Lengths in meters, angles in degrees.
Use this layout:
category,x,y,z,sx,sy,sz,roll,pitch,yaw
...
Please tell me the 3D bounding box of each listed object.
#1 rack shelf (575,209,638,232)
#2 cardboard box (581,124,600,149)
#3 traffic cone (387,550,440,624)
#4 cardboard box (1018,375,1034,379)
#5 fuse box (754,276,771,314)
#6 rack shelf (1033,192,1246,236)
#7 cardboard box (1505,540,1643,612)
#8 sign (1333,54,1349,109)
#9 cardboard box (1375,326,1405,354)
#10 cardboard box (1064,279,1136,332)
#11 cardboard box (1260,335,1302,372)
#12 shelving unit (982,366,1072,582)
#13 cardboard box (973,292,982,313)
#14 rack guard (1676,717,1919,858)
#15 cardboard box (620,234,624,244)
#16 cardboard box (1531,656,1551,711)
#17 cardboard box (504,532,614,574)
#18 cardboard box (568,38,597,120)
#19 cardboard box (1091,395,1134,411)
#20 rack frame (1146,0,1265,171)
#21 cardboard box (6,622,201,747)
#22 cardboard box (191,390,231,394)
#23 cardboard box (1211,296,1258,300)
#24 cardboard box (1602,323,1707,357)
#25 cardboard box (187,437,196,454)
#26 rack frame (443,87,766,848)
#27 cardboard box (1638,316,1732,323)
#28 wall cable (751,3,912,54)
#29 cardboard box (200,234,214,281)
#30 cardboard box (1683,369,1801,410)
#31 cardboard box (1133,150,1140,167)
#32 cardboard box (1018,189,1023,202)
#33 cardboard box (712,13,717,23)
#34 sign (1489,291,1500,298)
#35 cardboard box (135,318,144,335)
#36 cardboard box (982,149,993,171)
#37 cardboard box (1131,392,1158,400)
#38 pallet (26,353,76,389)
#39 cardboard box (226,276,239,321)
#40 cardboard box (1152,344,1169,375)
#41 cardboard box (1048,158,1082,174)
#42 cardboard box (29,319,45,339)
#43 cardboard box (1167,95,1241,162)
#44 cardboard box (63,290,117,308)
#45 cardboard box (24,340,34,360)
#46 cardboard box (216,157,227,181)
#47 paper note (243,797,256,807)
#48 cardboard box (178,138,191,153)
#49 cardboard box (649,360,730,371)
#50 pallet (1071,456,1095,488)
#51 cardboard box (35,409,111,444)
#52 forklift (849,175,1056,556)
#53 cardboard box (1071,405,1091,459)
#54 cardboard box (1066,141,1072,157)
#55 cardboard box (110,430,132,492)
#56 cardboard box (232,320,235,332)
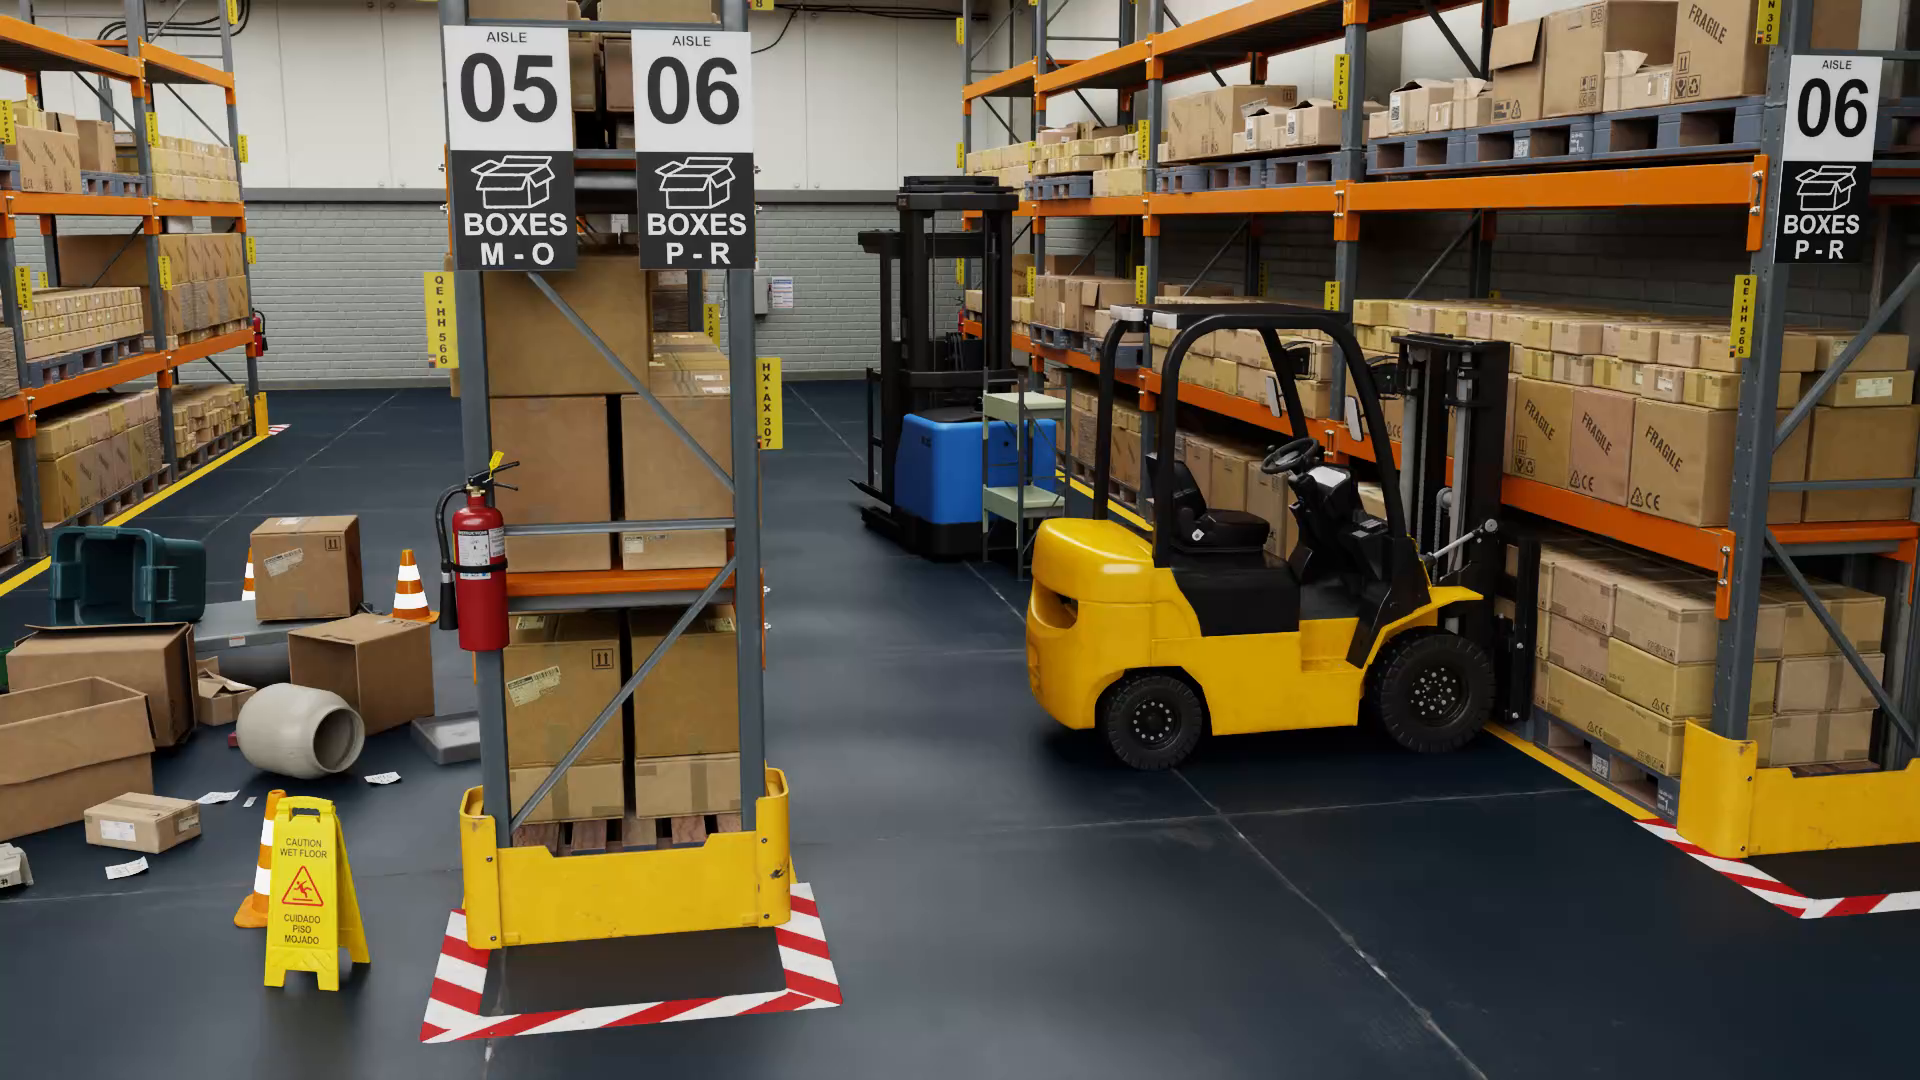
category,x,y,z,sx,sy,sz,roll,pitch,yaw
rack shelf,-3.161,-2.994,15.307,1.077,0.370,4.000,-2,11,-11
cardboard box,-1.642,-1.589,6.670,0.380,0.149,0.250,-2,11,-11
traffic cone,-3.608,0.296,10.903,0.336,0.463,0.334,-2,11,-11
cardboard box,0.699,-1.760,20.481,0.500,0.500,0.500,-2,11,-10
fuse box,-3.358,-3.424,27.112,0.539,1.711,0.414,-2,11,-11
rack shelf,1.708,-3.175,16.259,1.077,0.370,4.000,-2,11,-11
cardboard box,3.044,0.173,8.320,0.500,0.250,0.500,-2,11,-10
sign,2.344,-2.815,10.219,0.100,0.325,0.005,-2,11,-11
cardboard box,2.730,-1.207,10.014,0.380,0.149,0.250,-2,11,-10
cardboard box,1.447,-2.342,16.586,0.700,0.500,0.500,-2,11,-11
cardboard box,2.421,-1.302,11.576,0.500,0.250,0.500,-2,11,-12
shelving unit,0.487,-0.511,12.370,0.431,1.500,0.755,-4,11,-19
cardboard box,0.463,-3.043,21.265,0.500,0.250,0.500,-2,11,-10
rack guard,3.657,1.011,7.046,1.175,0.500,0.348,-2,11,-11
cardboard box,-3.513,-3.259,18.120,0.380,0.149,0.250,-2,11,-12
cardboard box,3.075,0.665,8.411,0.500,0.250,0.500,-2,11,-10
cardboard box,-1.498,0.023,6.227,0.380,0.149,0.250,-2,11,-9
cardboard box,-1.580,-1.670,6.031,0.500,0.250,0.500,-2,11,-12
cardboard box,1.524,-1.358,16.636,0.380,0.149,0.250,-2,11,-11
rack frame,2.097,-4.635,13.984,1.000,3.000,0.127,-2,11,-11
cardboard box,-4.231,0.718,8.213,0.797,0.637,0.503,-2,11,-11
cardboard box,-8.656,-1.645,19.228,0.380,0.149,0.250,-3,11,-13
cardboard box,2.358,-2.004,14.200,0.380,0.149,0.250,-2,11,-9
cardboard box,3.245,-0.933,7.776,0.380,0.149,0.250,-2,11,-11
cardboard box,-8.193,-0.975,17.300,0.380,0.149,0.250,-2,11,-9
rack frame,-1.216,-0.040,5.884,1.000,3.000,0.127,-2,11,-11
cardboard box,3.650,-1.047,8.375,0.380,0.149,0.250,-2,11,-12
wall cable,-2.232,-7.094,26.802,2.988,3.039,0.133,-2,11,-11
cardboard box,-8.516,-3.103,18.238,0.500,0.500,0.500,-3,11,-13
cardboard box,3.310,-0.642,7.046,0.380,0.149,0.250,-2,11,-10
cardboard box,1.760,-3.389,14.790,0.380,0.149,0.250,-2,11,-12
cardboard box,0.871,-3.922,18.929,0.380,0.149,0.250,-2,11,-9
cardboard box,-1.137,-1.948,6.426,0.380,0.149,0.250,-2,11,-11
sign,3.419,-1.439,10.710,0.100,0.325,0.005,-2,11,-11
cardboard box,-8.114,-2.060,16.043,0.380,0.149,0.250,-2,11,-12
cardboard box,0.572,-4.671,20.462,0.500,0.250,0.500,-2,11,-12
cardboard box,1.967,-1.426,16.994,0.380,0.149,0.250,-2,11,-10
pallet,-7.851,-1.341,13.234,1.213,0.211,1.003,-2,11,-11
cardboard box,-8.728,-2.803,19.340,0.500,0.500,0.500,-2,11,-12
cardboard box,1.943,-1.524,14.084,0.500,0.250,0.500,-2,11,-11
cardboard box,1.114,-3.817,16.988,0.380,0.149,0.250,-2,11,-10
cardboard box,-7.559,-1.683,13.271,0.380,0.149,0.250,-2,11,-8
cardboard box,1.998,-3.325,13.462,0.500,0.500,0.500,-2,11,-11
cardboard box,-7.963,-2.206,15.222,0.380,0.149,0.250,-2,11,-11
cardboard box,-7.496,-1.481,13.004,0.380,0.149,0.250,-2,11,-12
cardboard box,-8.724,-4.252,19.058,0.500,0.250,0.500,-2,11,-13
paper note,-3.194,1.178,7.481,0.032,0.001,0.123,-2,11,-11
cardboard box,-8.413,-4.189,17.656,0.380,0.149,0.250,-2,11,-8
cardboard box,-1.240,-0.520,7.345,0.500,0.500,0.500,-2,11,-12
pallet,1.755,-0.680,16.705,1.003,0.211,1.213,-2,11,-11
cardboard box,-7.686,-0.975,14.353,0.500,0.250,0.500,-2,11,-11
forklift,-0.209,-1.550,13.999,1.130,2.935,3.031,-4,11,-19
cardboard box,1.398,-1.114,17.092,0.500,0.500,0.500,-2,11,-13
cardboard box,1.264,-3.869,16.466,0.380,0.149,0.250,-2,11,-11
cardboard box,-7.799,-0.706,14.944,0.500,0.500,0.500,-2,11,-12
cardboard box,-8.748,-2.511,19.536,0.380,0.149,0.250,-2,11,-12
